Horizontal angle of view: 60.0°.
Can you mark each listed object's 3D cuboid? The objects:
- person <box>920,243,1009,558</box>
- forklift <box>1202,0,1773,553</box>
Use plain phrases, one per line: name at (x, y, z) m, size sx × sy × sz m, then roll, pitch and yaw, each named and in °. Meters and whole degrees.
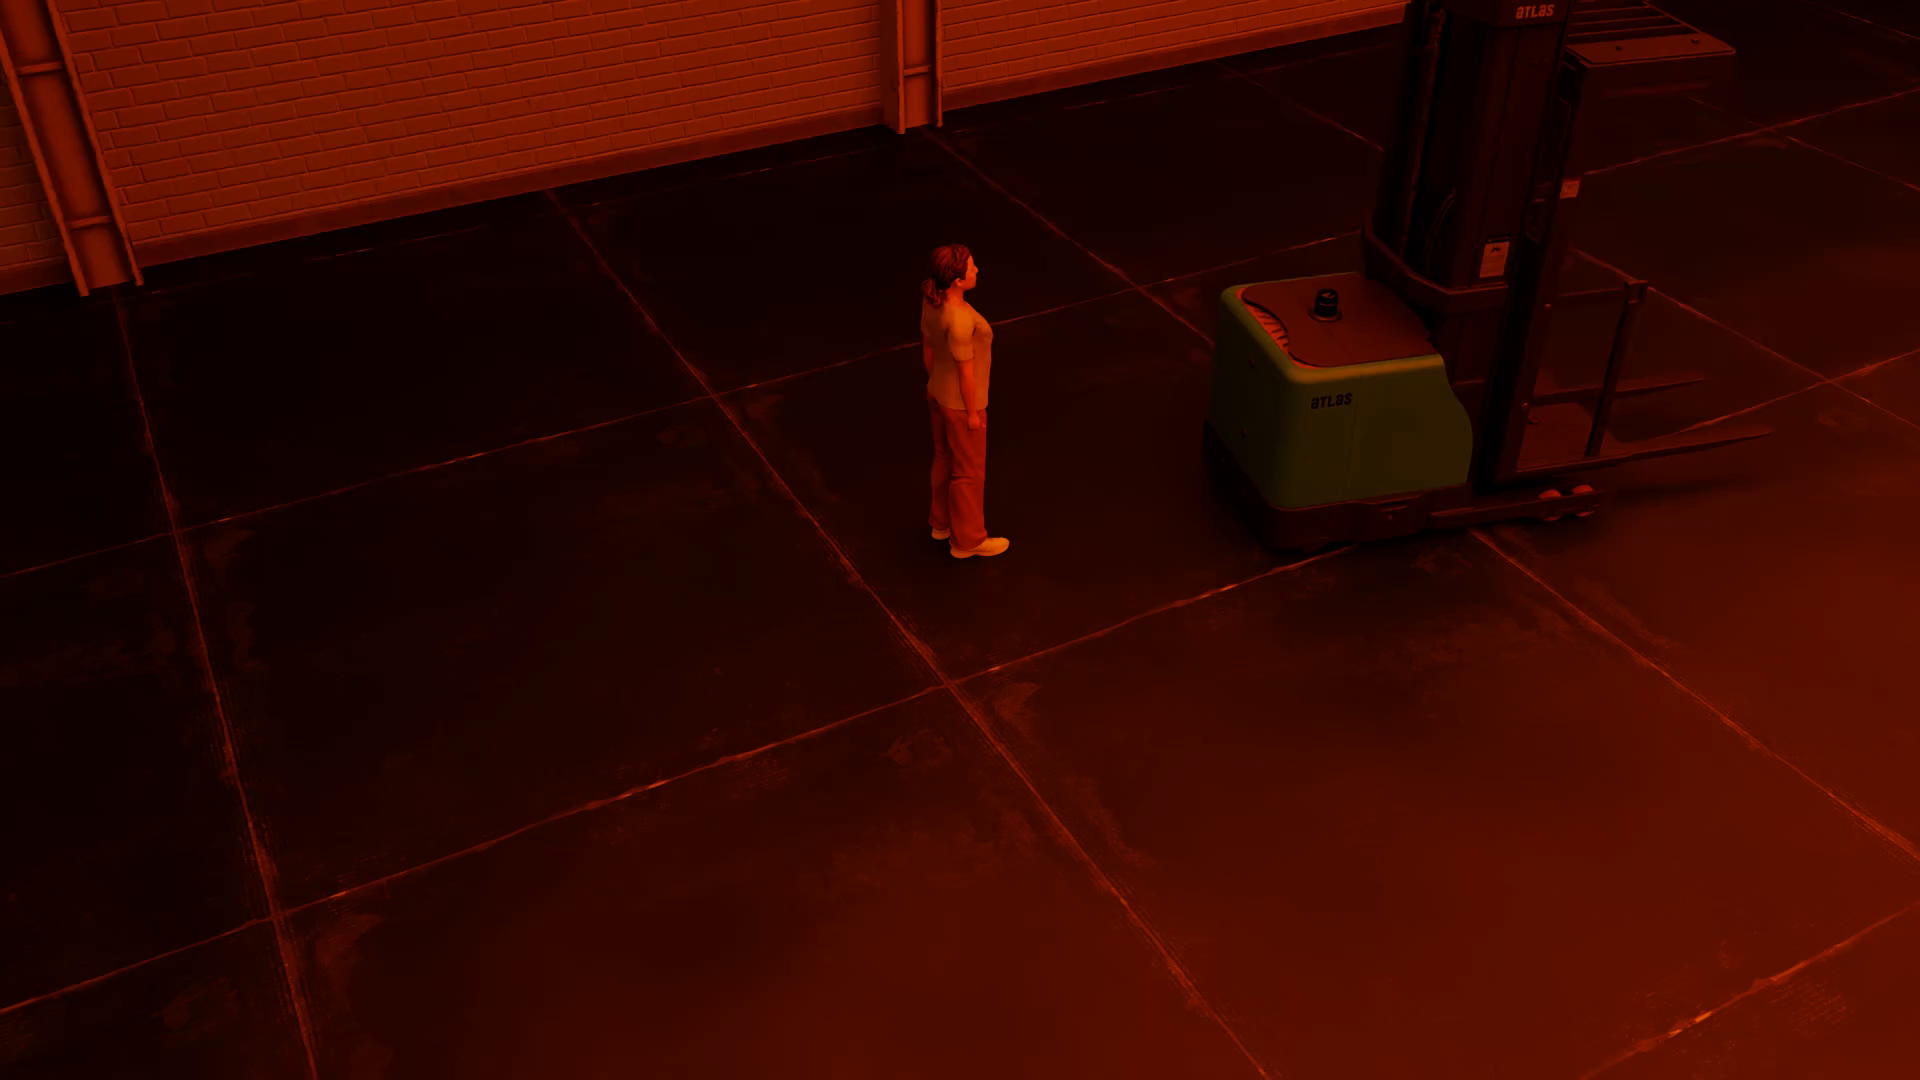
person at (-0.002, -0.685, 8.184) m, size 0.381 × 1.671 × 0.435 m, roll -17°, pitch 39°, yaw -23°
forklift at (2.914, -1.584, 8.364) m, size 3.031 × 2.935 × 1.130 m, roll -8°, pitch 36°, yaw -11°
